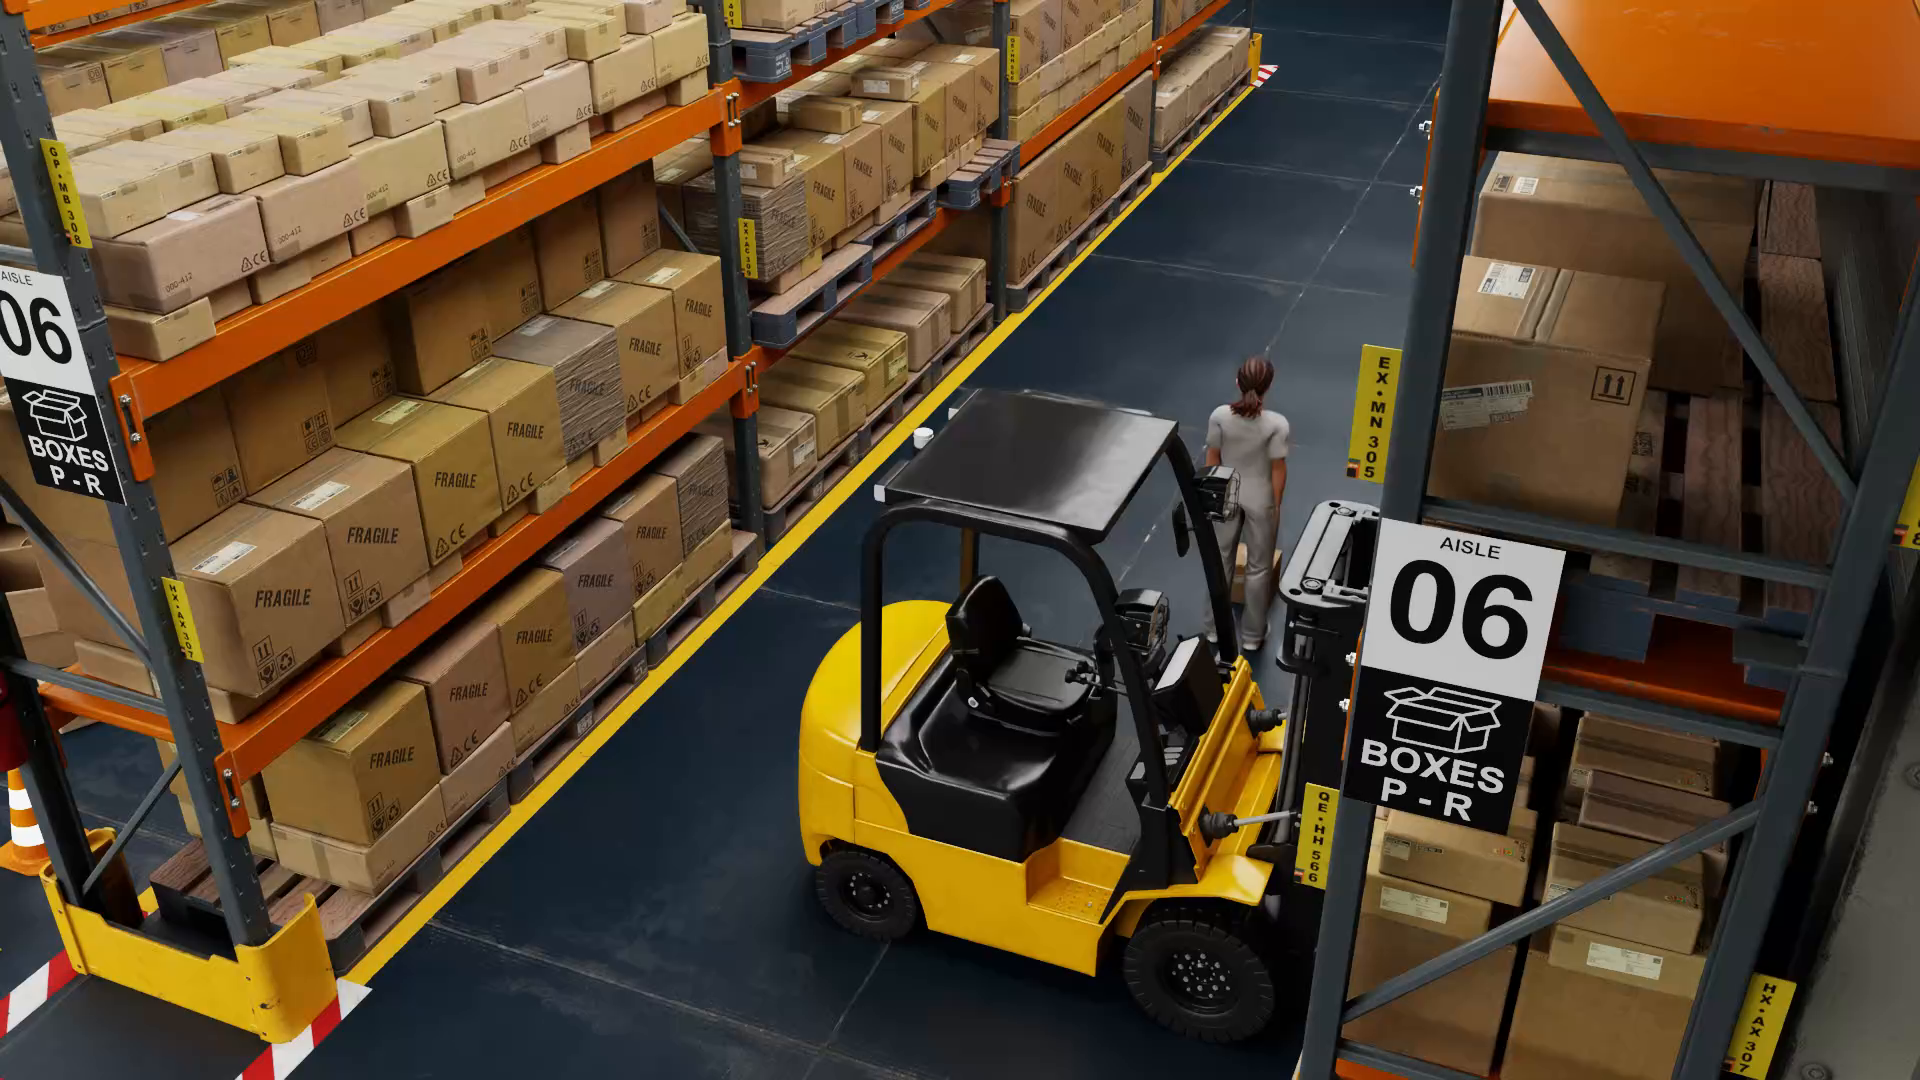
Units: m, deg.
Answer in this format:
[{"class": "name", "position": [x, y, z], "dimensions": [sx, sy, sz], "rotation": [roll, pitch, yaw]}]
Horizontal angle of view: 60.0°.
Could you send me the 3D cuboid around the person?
[{"class": "person", "position": [1.491, -0.186, 8.746], "dimensions": [0.436, 1.653, 0.380], "rotation": [12, 32, 20]}]
